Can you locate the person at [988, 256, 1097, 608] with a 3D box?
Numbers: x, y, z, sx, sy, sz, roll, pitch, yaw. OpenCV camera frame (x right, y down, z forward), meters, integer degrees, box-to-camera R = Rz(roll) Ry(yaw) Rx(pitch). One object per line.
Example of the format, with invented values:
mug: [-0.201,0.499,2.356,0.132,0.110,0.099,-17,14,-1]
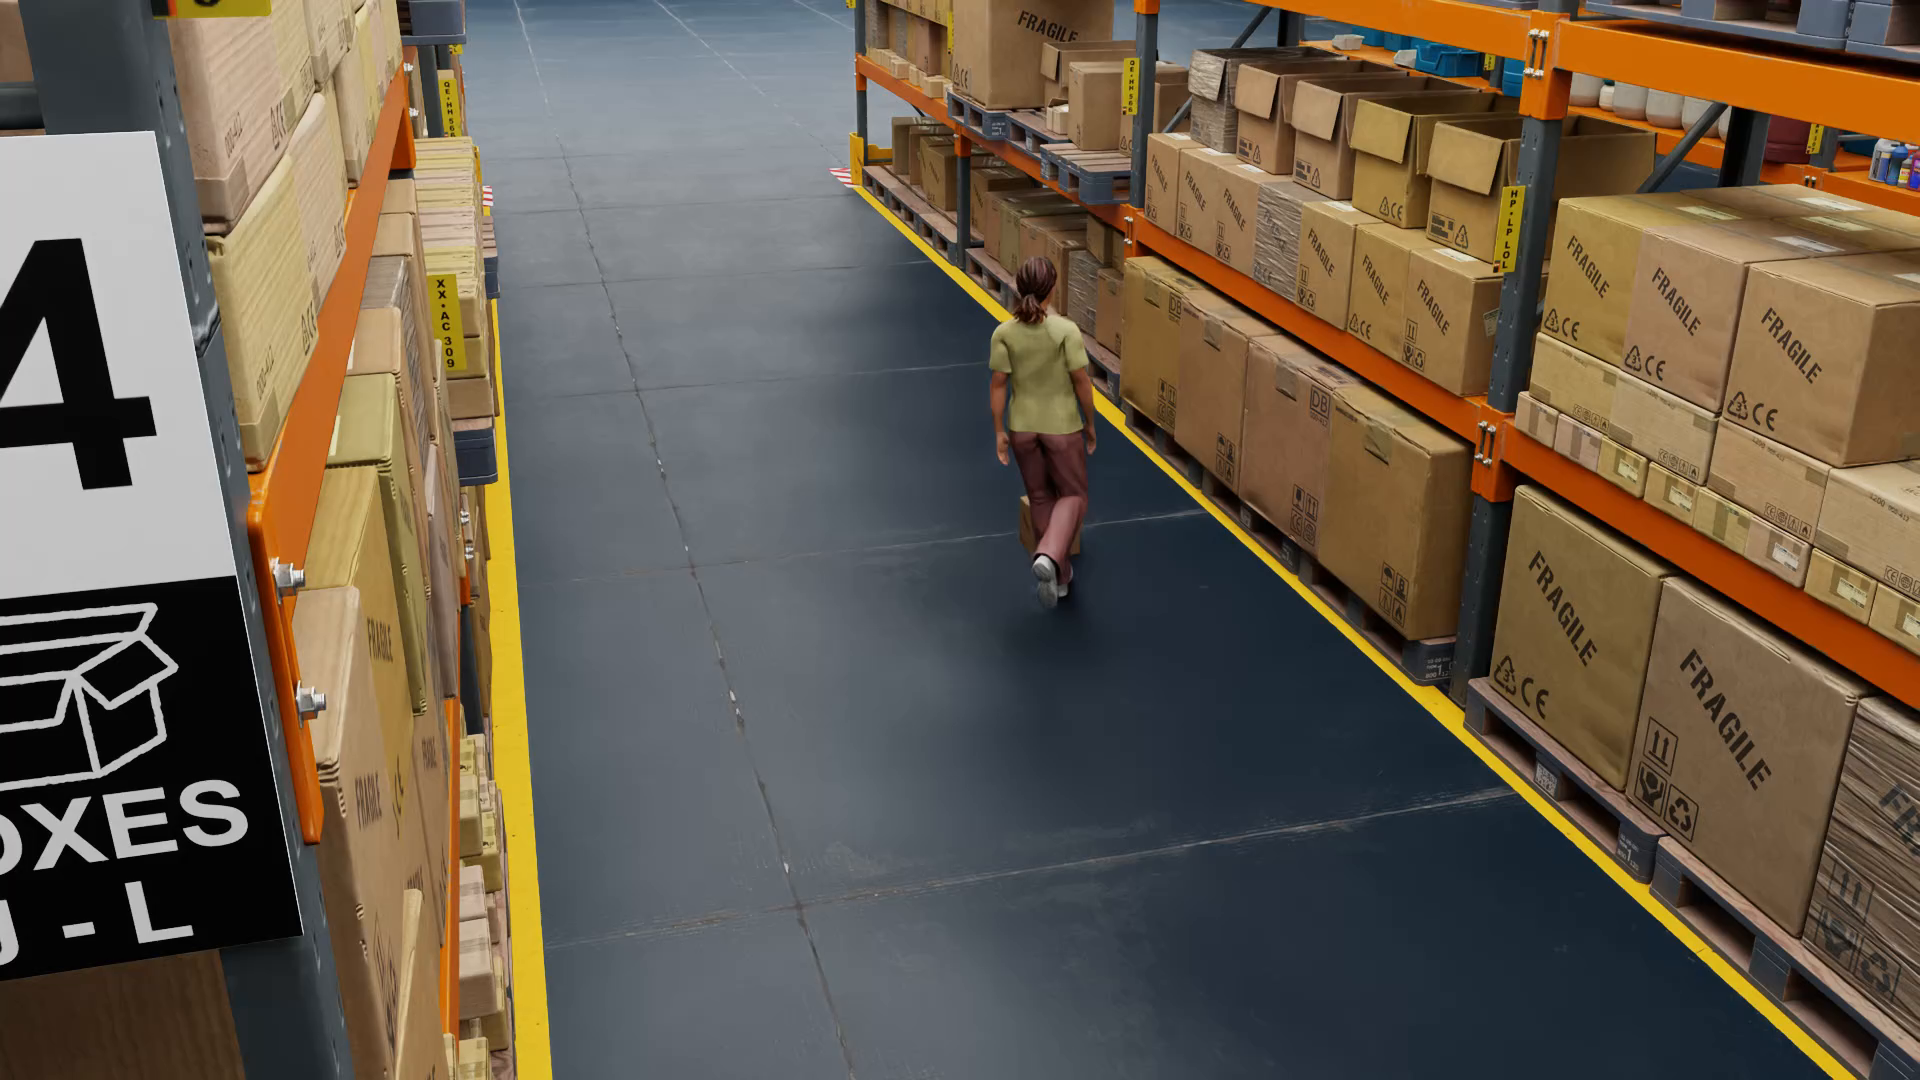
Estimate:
person: [0.369,-0.476,7.695,0.491,1.658,0.678,7,24,15]
